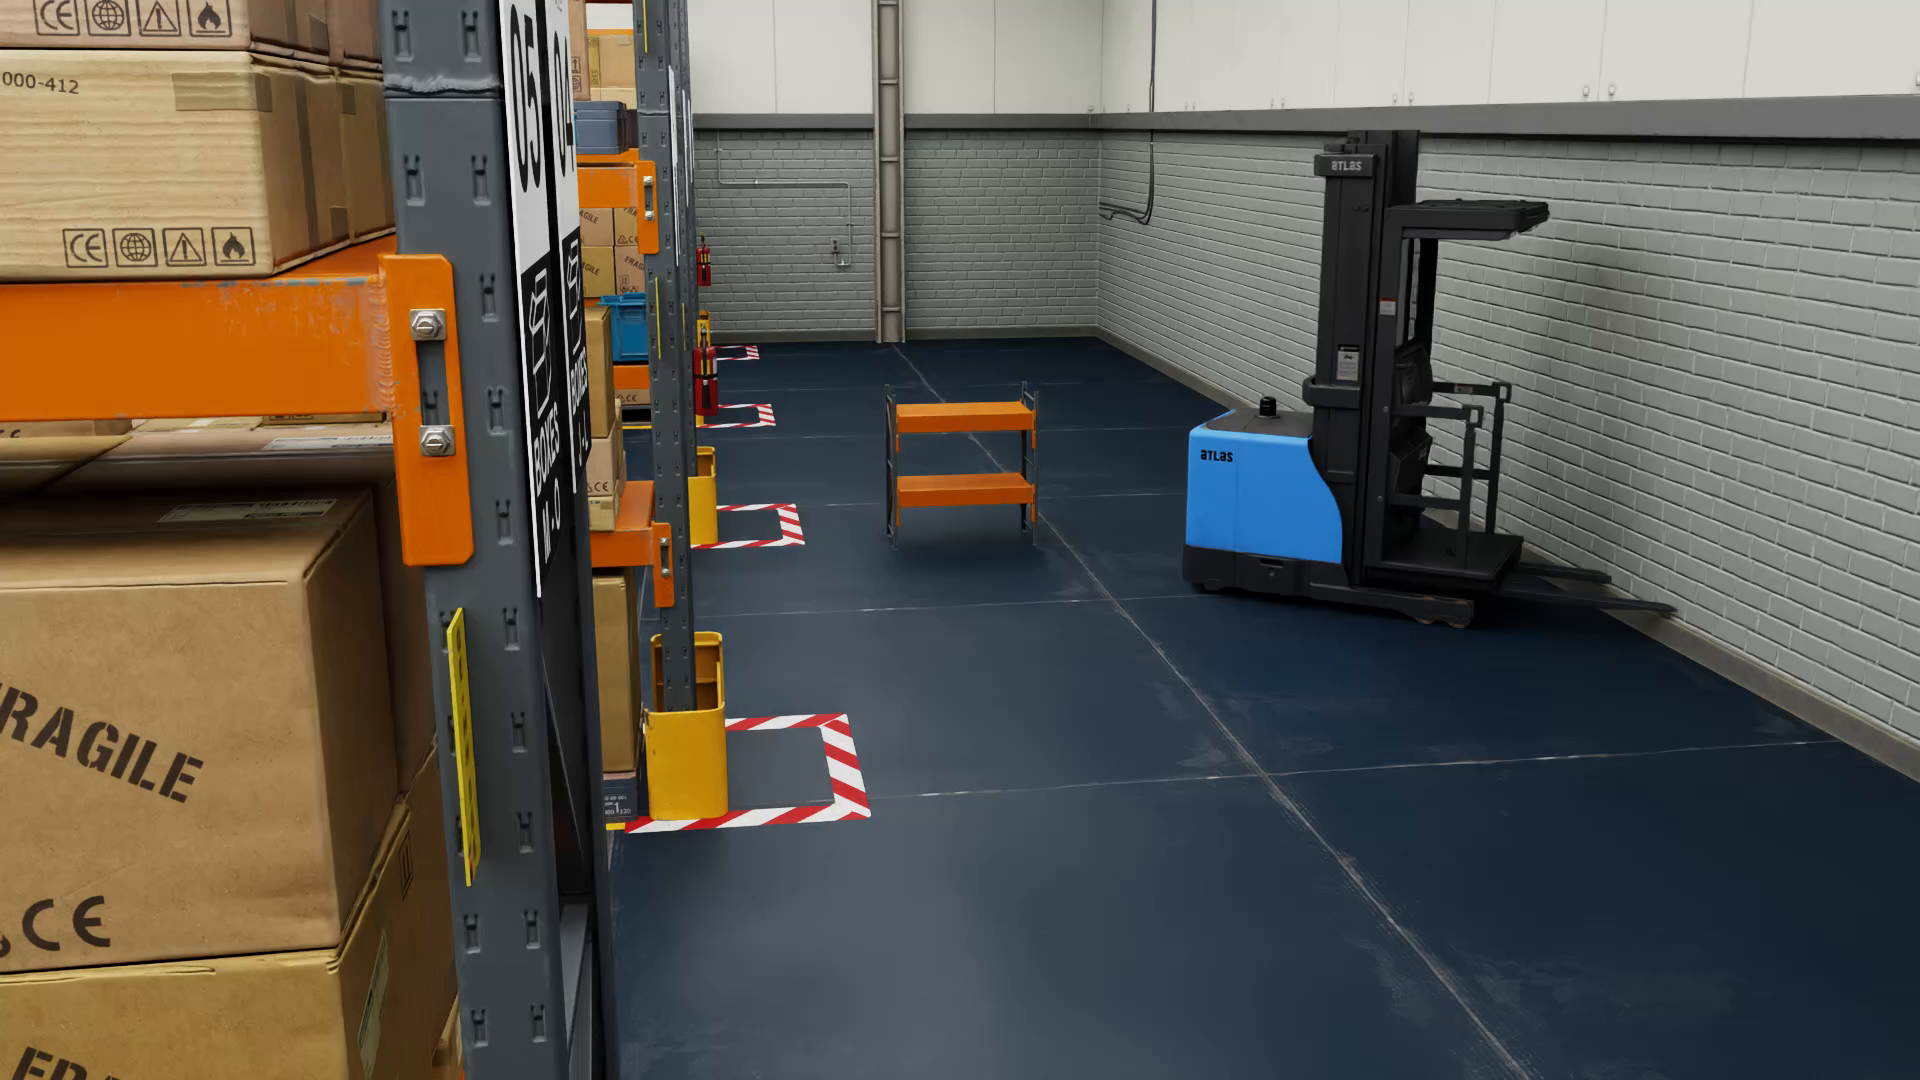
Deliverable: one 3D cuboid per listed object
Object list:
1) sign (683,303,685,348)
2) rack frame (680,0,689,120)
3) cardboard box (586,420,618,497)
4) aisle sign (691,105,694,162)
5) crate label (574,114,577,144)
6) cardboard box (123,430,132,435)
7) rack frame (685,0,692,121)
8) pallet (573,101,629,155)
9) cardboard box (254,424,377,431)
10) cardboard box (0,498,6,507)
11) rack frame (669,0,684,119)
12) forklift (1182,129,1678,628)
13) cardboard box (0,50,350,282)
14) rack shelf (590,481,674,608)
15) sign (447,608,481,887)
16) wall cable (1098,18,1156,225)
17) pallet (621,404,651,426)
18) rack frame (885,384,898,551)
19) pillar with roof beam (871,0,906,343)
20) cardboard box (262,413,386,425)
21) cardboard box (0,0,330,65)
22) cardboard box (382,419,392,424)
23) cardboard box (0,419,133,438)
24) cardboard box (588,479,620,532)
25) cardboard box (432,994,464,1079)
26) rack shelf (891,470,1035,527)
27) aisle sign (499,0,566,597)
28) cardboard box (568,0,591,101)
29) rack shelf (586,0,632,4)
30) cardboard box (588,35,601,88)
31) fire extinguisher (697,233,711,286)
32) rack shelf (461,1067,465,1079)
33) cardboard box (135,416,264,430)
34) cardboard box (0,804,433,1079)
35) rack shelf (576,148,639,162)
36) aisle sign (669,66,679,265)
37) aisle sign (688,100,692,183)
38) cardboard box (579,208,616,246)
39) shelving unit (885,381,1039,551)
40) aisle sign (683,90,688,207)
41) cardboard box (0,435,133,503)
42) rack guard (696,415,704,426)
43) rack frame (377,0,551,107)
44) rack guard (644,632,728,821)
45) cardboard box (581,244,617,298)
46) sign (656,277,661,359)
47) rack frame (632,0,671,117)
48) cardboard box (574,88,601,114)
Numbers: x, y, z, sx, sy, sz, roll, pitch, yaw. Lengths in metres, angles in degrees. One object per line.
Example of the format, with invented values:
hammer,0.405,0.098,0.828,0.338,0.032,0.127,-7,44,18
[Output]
sign,-1.944,-1.503,11.713,0.005,0.325,0.100,-2,14,-8
rack frame,-2.776,-5.657,16.280,0.127,3.000,1.000,-2,14,-8
cardboard box,-1.743,-0.354,7.165,0.500,0.250,0.500,-2,14,-9
aisle sign,-3.402,-5.130,21.167,0.004,0.787,0.394,-2,14,-8
crate label,-3.002,-2.983,12.088,0.502,0.251,0.408,-2,14,-8
cardboard box,-3.752,-0.282,6.876,0.500,0.250,0.500,-2,14,-7
rack frame,-3.518,-6.849,21.031,0.127,3.000,1.000,-2,14,-8
pallet,-2.036,-1.747,7.036,1.213,0.211,1.003,-2,14,-8
cardboard box,-2.748,-0.318,7.019,0.500,0.250,0.500,-3,14,-10
cardboard box,-1.581,0.250,2.188,0.500,0.500,0.500,-3,14,-10
rack frame,-2.042,-4.466,11.529,0.127,3.000,1.000,-2,14,-8
forklift,3.010,-1.034,10.320,3.031,2.935,1.130,7,16,26
cardboard box,-1.075,-0.470,2.070,0.500,0.250,0.500,-2,14,-10
rack shelf,-3.281,0.057,7.306,4.000,0.370,1.077,-2,14,-8
sign,-0.602,0.252,2.021,0.005,0.325,0.100,-2,14,-8
wall cable,2.129,-5.461,21.883,0.112,2.526,3.097,-2,14,-8
pallet,-3.639,-1.363,17.222,1.213,0.211,1.003,-2,14,-8
rack frame,-0.496,-0.527,12.013,0.032,1.125,0.500,-2,14,-8
pillar with roof beam,-0.335,-6.119,18.122,0.400,9.000,9.100,-2,14,-8
cardboard box,-2.824,-0.809,7.435,0.500,0.500,0.500,-2,14,-10
cardboard box,-1.082,-0.714,2.018,0.500,0.250,0.500,-3,14,-10
cardboard box,-2.332,-0.463,7.598,0.500,0.250,0.500,-2,14,-9
cardboard box,-3.745,-0.646,6.788,0.500,0.500,0.500,-3,14,-10
cardboard box,-1.607,-0.150,7.171,0.250,0.149,0.380,-2,14,-7
cardboard box,-1.034,0.887,3.034,0.250,0.149,0.380,-2,14,-9
rack shelf,0.007,-0.309,12.145,1.000,0.278,0.538,-2,14,-8
aisle sign,-0.548,-0.359,2.142,0.004,0.787,0.394,-2,14,-8
cardboard box,-1.810,-2.088,6.941,0.500,0.500,0.700,-3,14,-12
rack shelf,-4.754,-5.234,16.079,4.000,0.370,1.077,-2,14,-8
cardboard box,-3.788,-4.715,16.430,0.500,0.500,0.700,-2,14,-8
fire extinguisher,-3.300,-3.615,21.395,0.183,0.674,0.296,-2,14,-8
rack shelf,-2.642,1.254,2.534,4.000,0.370,1.077,-2,14,-8
cardboard box,-3.344,-0.425,7.448,0.500,0.250,0.500,-2,14,-9
cardboard box,-1.071,0.718,2.376,0.500,0.500,0.500,-2,14,-7
rack shelf,-4.019,-2.589,11.692,4.000,0.370,1.077,-2,14,-8
aisle sign,-1.188,-1.556,6.914,0.004,0.787,0.394,-2,14,-8
aisle sign,-2.663,-3.937,16.410,0.004,0.787,0.394,-2,14,-8
cardboard box,-3.674,-3.180,16.474,0.500,0.500,0.500,-2,14,-7
shelving unit,0.007,-0.546,12.086,1.048,1.125,0.538,-2,14,-8
aisle sign,-1.927,-2.749,11.672,0.004,0.787,0.394,-2,14,-8
cardboard box,-1.646,0.127,2.677,0.500,0.500,0.500,-2,14,-7
rack guard,-2.851,-1.532,17.303,0.348,0.500,1.175,-2,14,-8
rack frame,-0.665,-2.077,2.006,0.127,3.000,1.000,-2,14,-8
rack guard,-1.280,0.847,7.815,0.348,0.500,1.175,-2,14,-8
cardboard box,-3.691,-2.694,16.594,0.500,0.500,0.500,-2,14,-8
sign,-1.237,-0.910,6.816,0.005,0.325,0.100,-2,14,-8
rack frame,-1.304,-3.274,6.778,0.127,3.000,1.000,-2,14,-8
cardboard box,-3.740,-4.274,16.211,0.500,0.250,0.500,-2,14,-8
